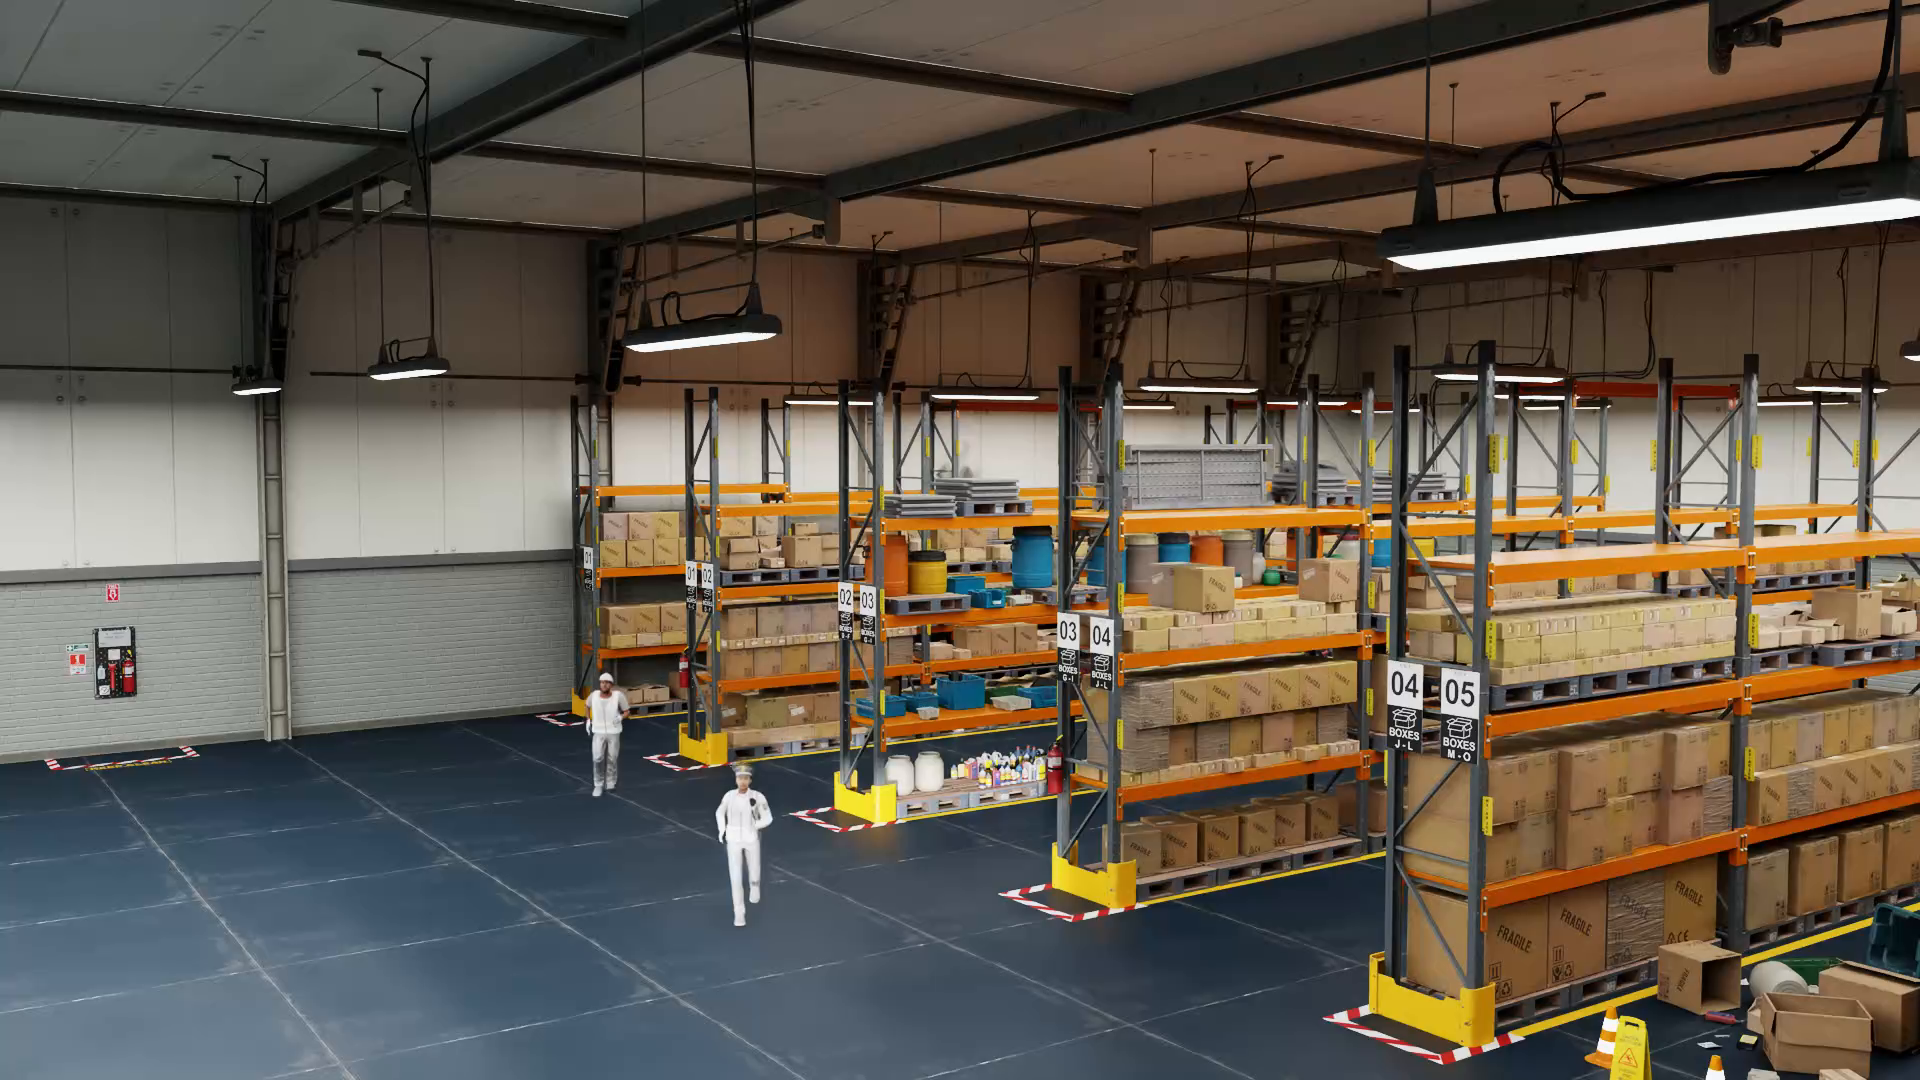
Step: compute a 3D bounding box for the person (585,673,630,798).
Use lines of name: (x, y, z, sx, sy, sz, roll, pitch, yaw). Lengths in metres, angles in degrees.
person: (-5.121, 2.832, 24.145, 0.668, 1.811, 0.743, -1, 3, -8)

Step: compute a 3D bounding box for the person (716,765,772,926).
person: (-2.336, 3.249, 17.928, 0.626, 1.660, 0.792, 0, 3, -2)
